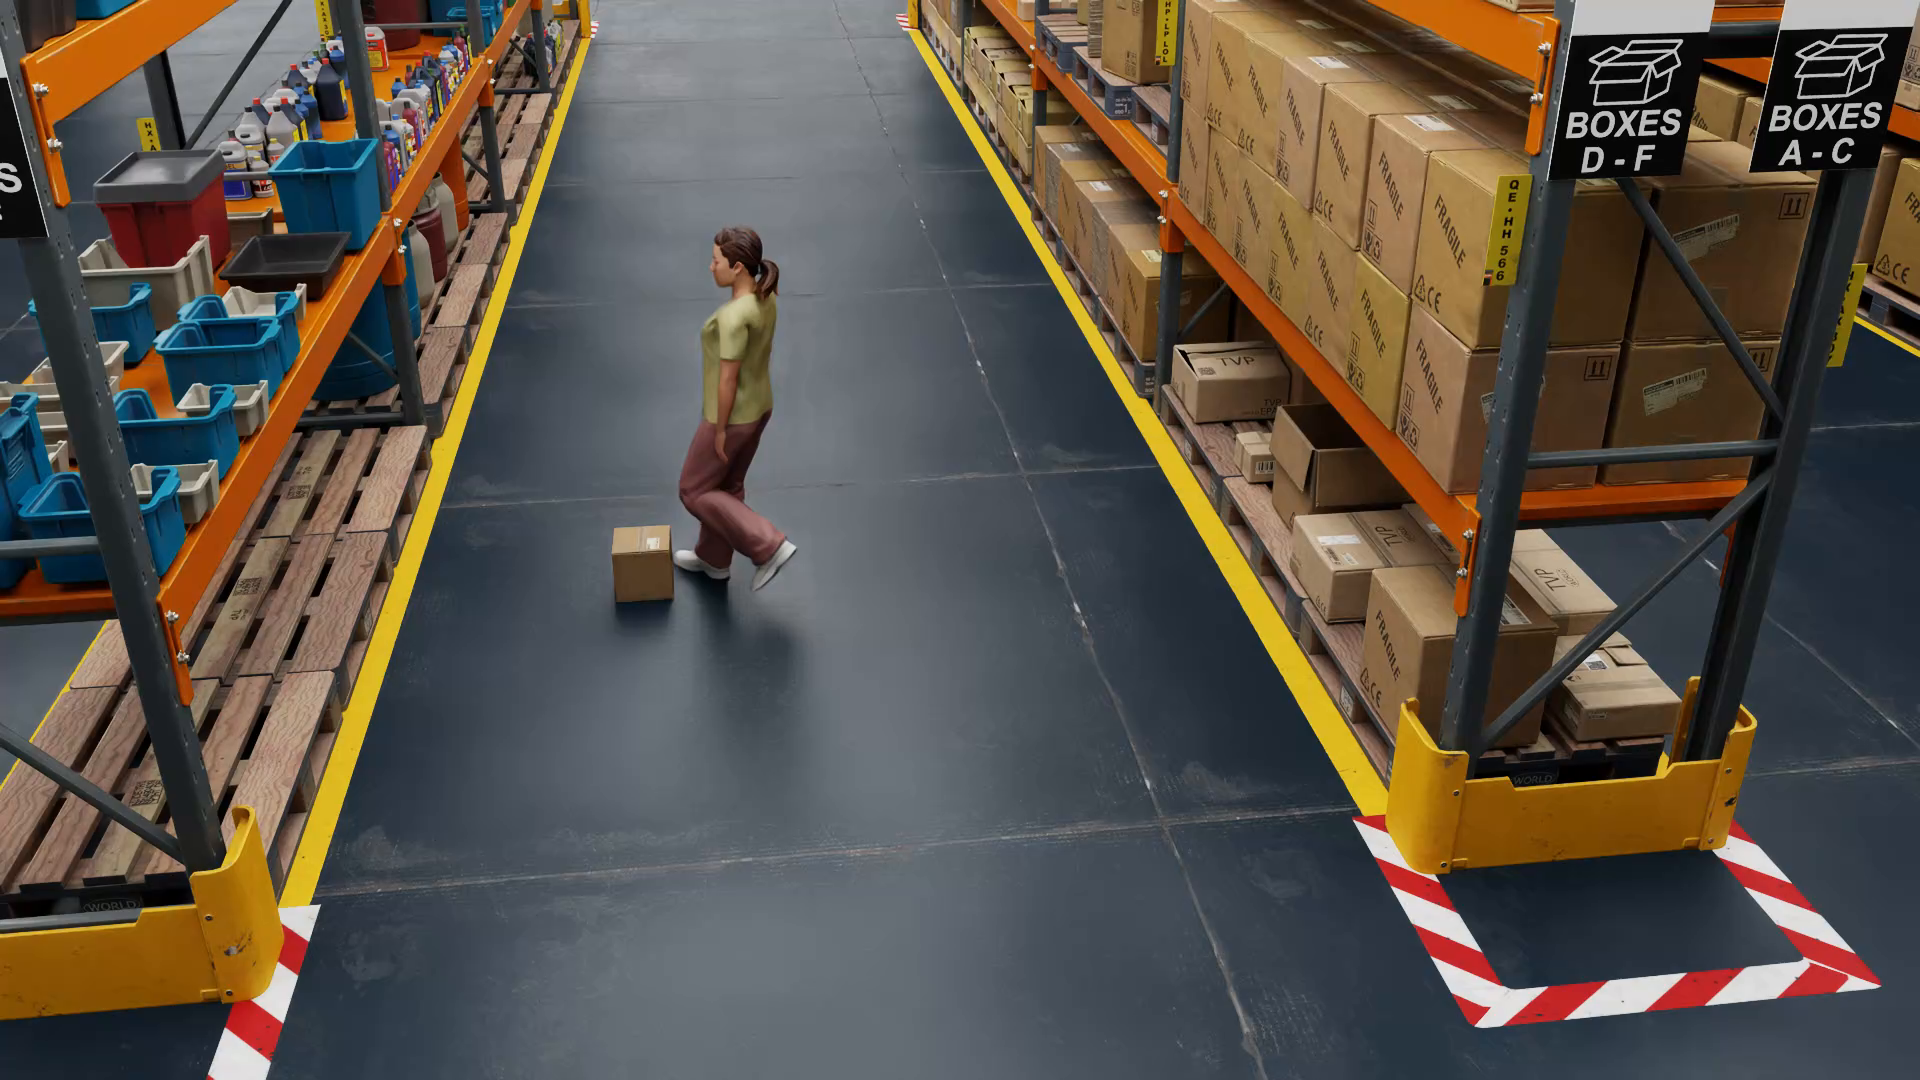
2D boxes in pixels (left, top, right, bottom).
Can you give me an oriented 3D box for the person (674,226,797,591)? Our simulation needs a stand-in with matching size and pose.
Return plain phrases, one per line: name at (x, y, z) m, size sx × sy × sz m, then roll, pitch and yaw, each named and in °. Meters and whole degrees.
person at (-1.016, -0.550, 7.184) m, size 0.690 × 1.654 × 0.491 m, roll 8°, pitch 28°, yaw 16°
